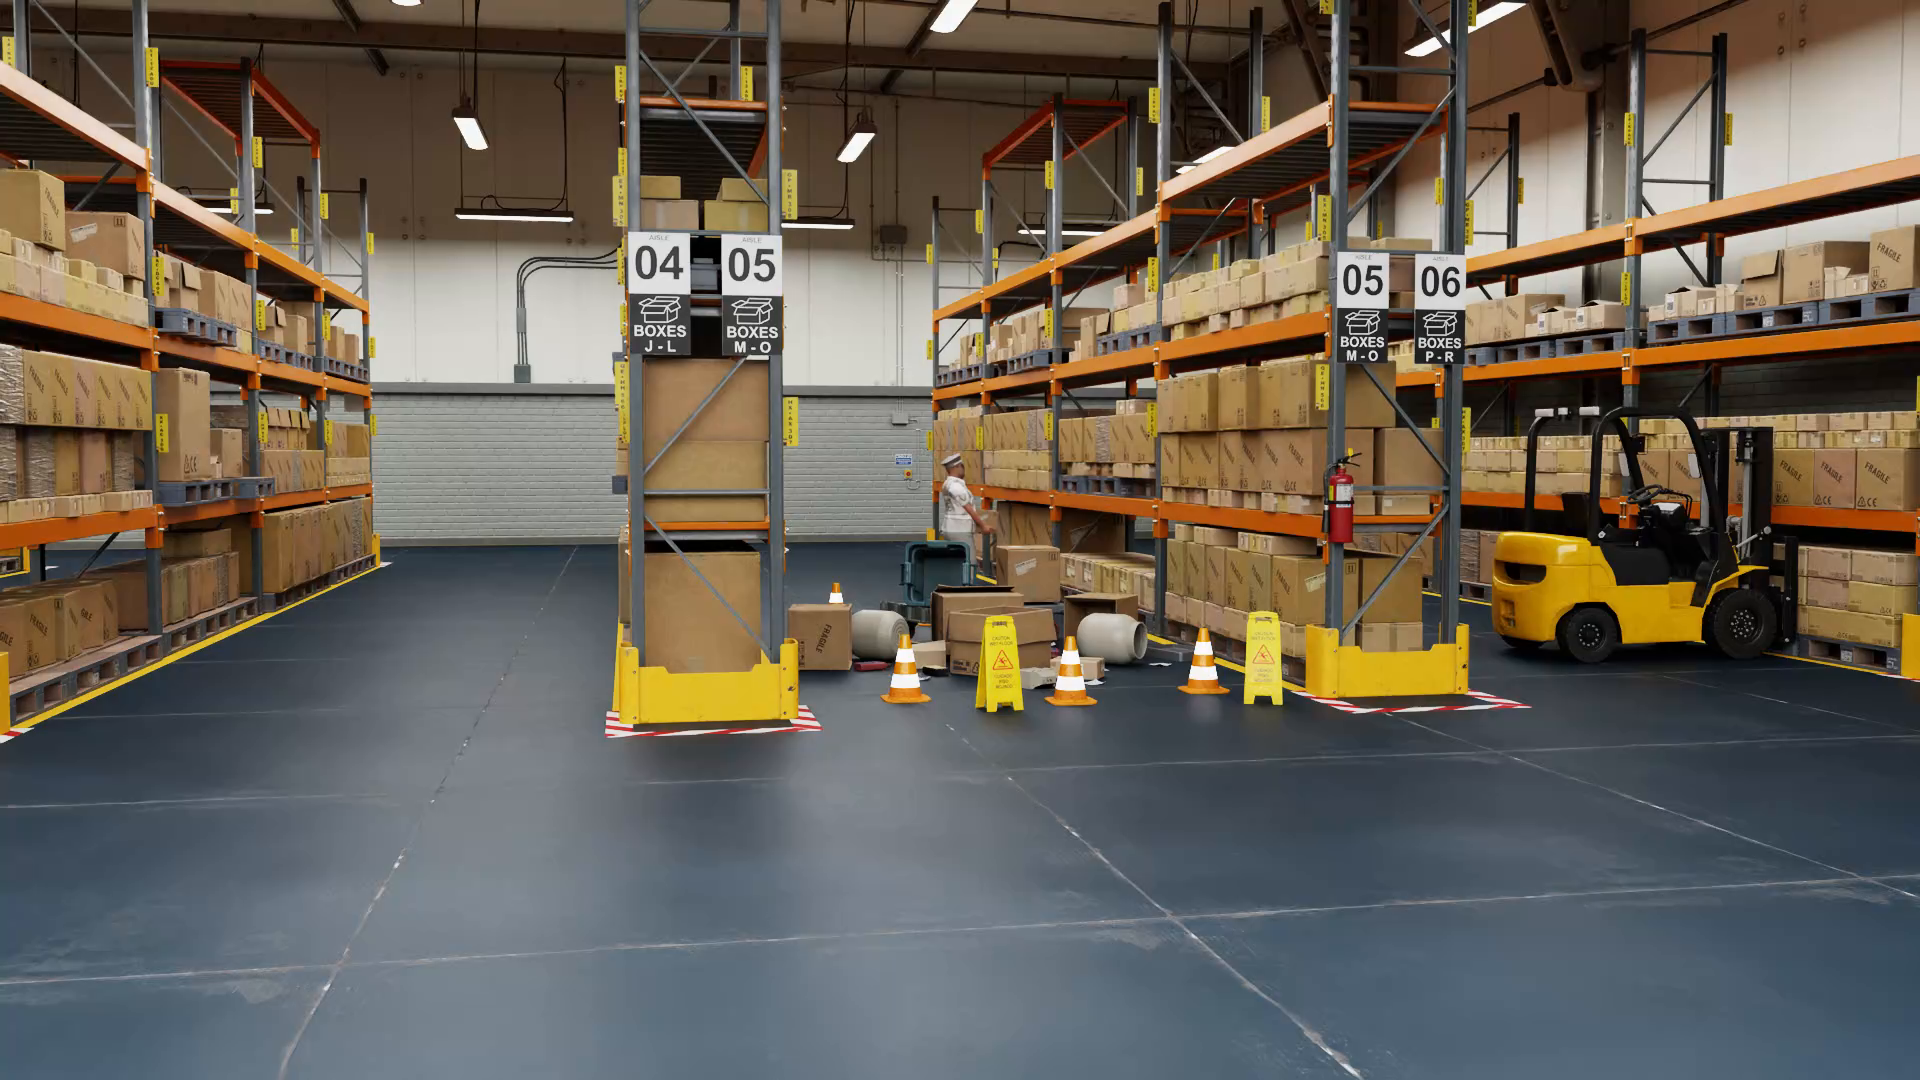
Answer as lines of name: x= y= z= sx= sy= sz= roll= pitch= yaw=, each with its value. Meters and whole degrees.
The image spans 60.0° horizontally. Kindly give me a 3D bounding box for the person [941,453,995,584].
person: x=0.075 y=-0.075 z=18.322 sx=0.573 sy=1.763 sz=0.494 roll=-1 pitch=3 yaw=-11
